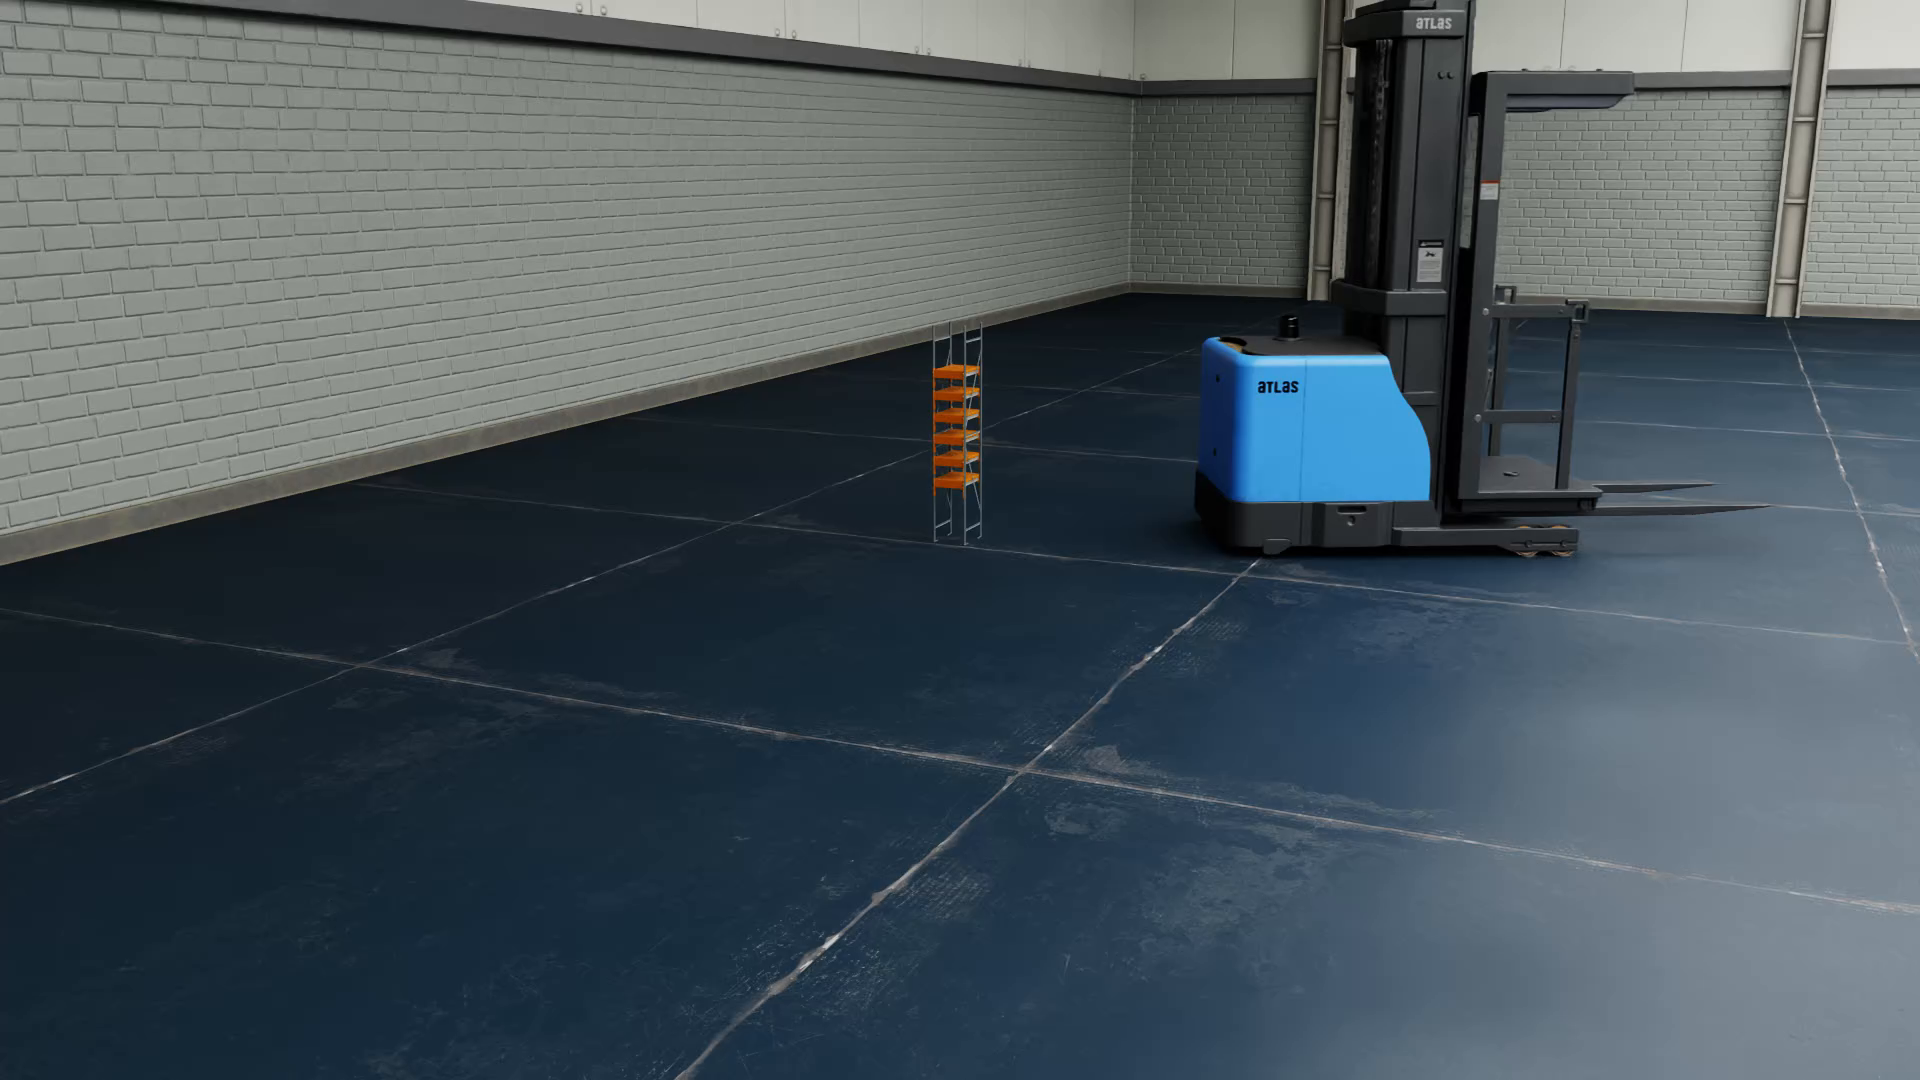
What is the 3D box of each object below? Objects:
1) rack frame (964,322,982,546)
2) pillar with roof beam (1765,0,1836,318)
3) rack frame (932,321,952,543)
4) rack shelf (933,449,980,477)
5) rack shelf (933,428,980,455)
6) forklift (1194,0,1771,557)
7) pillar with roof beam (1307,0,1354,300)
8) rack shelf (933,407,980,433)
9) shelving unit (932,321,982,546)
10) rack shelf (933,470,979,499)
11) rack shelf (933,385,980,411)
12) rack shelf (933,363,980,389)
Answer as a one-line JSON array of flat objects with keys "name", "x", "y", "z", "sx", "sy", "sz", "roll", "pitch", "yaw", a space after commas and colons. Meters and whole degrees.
[{"name": "rack frame", "x": 0.070, "y": -0.577, "z": 9.087, "sx": 0.006, "sy": 1.200, "sz": 0.240, "roll": 6, "pitch": 14, "yaw": 23}, {"name": "pillar with roof beam", "x": 8.990, "y": -6.404, "z": 16.847, "sx": 0.400, "sy": 9.000, "sz": 9.100, "roll": 6, "pitch": 14, "yaw": 23}, {"name": "rack frame", "x": -0.097, "y": -0.594, "z": 9.160, "sx": 0.006, "sy": 1.200, "sz": 0.240, "roll": 6, "pitch": 14, "yaw": 23}, {"name": "rack shelf", "x": -0.013, "y": -0.425, "z": 9.161, "sx": 0.180, "sy": 0.103, "sz": 0.258, "roll": 6, "pitch": 14, "yaw": 23}, {"name": "rack shelf", "x": -0.013, "y": -0.542, "z": 9.134, "sx": 0.180, "sy": 0.103, "sz": 0.258, "roll": 6, "pitch": 14, "yaw": 23}, {"name": "forklift", "x": 2.903, "y": -1.456, "z": 9.043, "sx": 3.031, "sy": 2.935, "sz": 1.130, "roll": -1, "pitch": 13, "yaw": -3}, {"name": "pillar with roof beam", "x": 3.505, "y": -6.959, "z": 19.213, "sx": 0.400, "sy": 9.000, "sz": 9.100, "roll": 6, "pitch": 14, "yaw": 23}, {"name": "rack shelf", "x": -0.013, "y": -0.659, "z": 9.106, "sx": 0.180, "sy": 0.103, "sz": 0.258, "roll": 6, "pitch": 14, "yaw": 23}, {"name": "shelving unit", "x": -0.013, "y": -0.585, "z": 9.123, "sx": 0.189, "sy": 1.200, "sz": 0.258, "roll": 6, "pitch": 14, "yaw": 23}, {"name": "rack shelf", "x": -0.013, "y": -0.309, "z": 9.188, "sx": 0.180, "sy": 0.103, "sz": 0.258, "roll": 6, "pitch": 14, "yaw": 23}, {"name": "rack shelf", "x": -0.013, "y": -0.776, "z": 9.079, "sx": 0.180, "sy": 0.103, "sz": 0.258, "roll": 6, "pitch": 14, "yaw": 23}, {"name": "rack shelf", "x": -0.013, "y": -0.893, "z": 9.051, "sx": 0.180, "sy": 0.103, "sz": 0.258, "roll": 6, "pitch": 14, "yaw": 23}]
